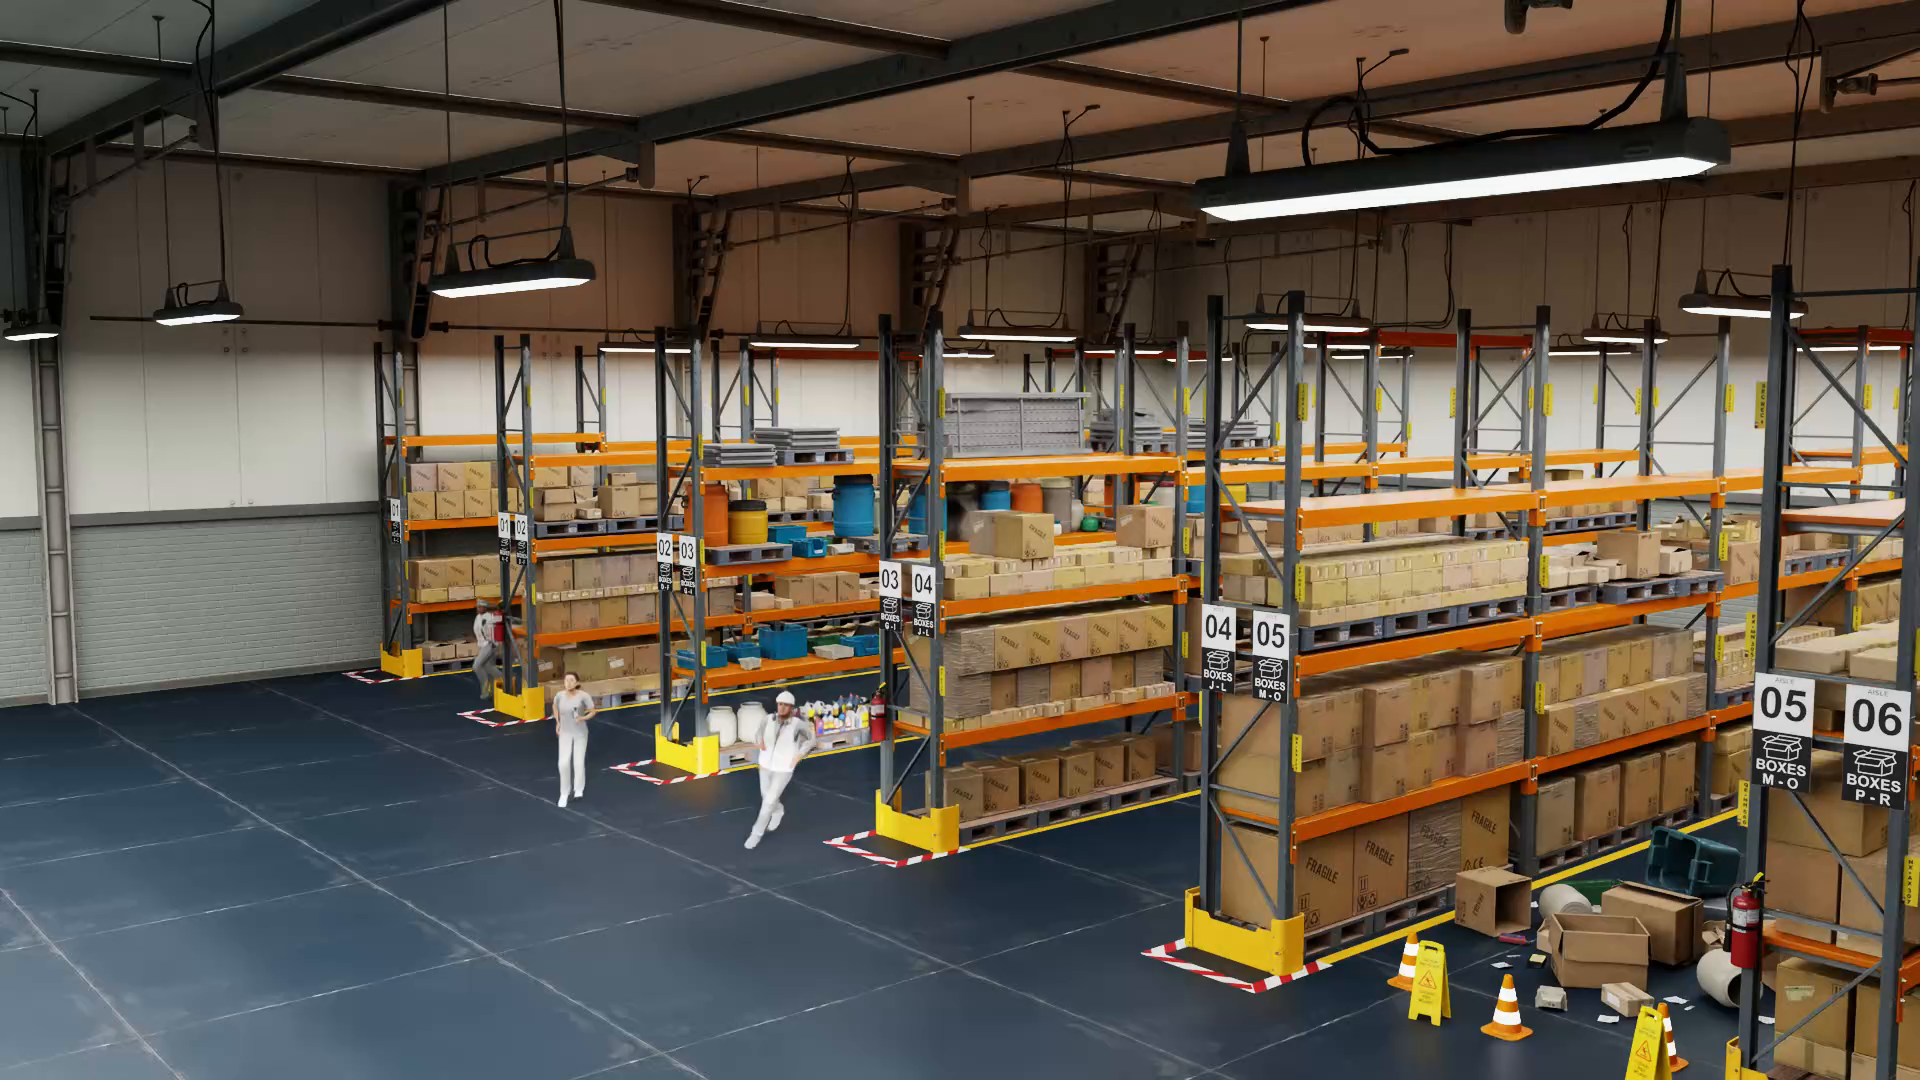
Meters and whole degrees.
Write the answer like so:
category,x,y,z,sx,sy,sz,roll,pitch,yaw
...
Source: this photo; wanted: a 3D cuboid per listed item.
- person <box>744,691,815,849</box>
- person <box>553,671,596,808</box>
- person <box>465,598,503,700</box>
category,x,y,z,sx,sy,sz,roll,pitch,yaw
person,-2.026,2.574,18.915,0.681,1.750,0.923,2,6,23
person,-4.793,2.458,20.661,0.561,1.699,0.726,0,5,-5
person,-7.899,1.810,27.852,0.790,1.708,0.593,-5,7,-43
